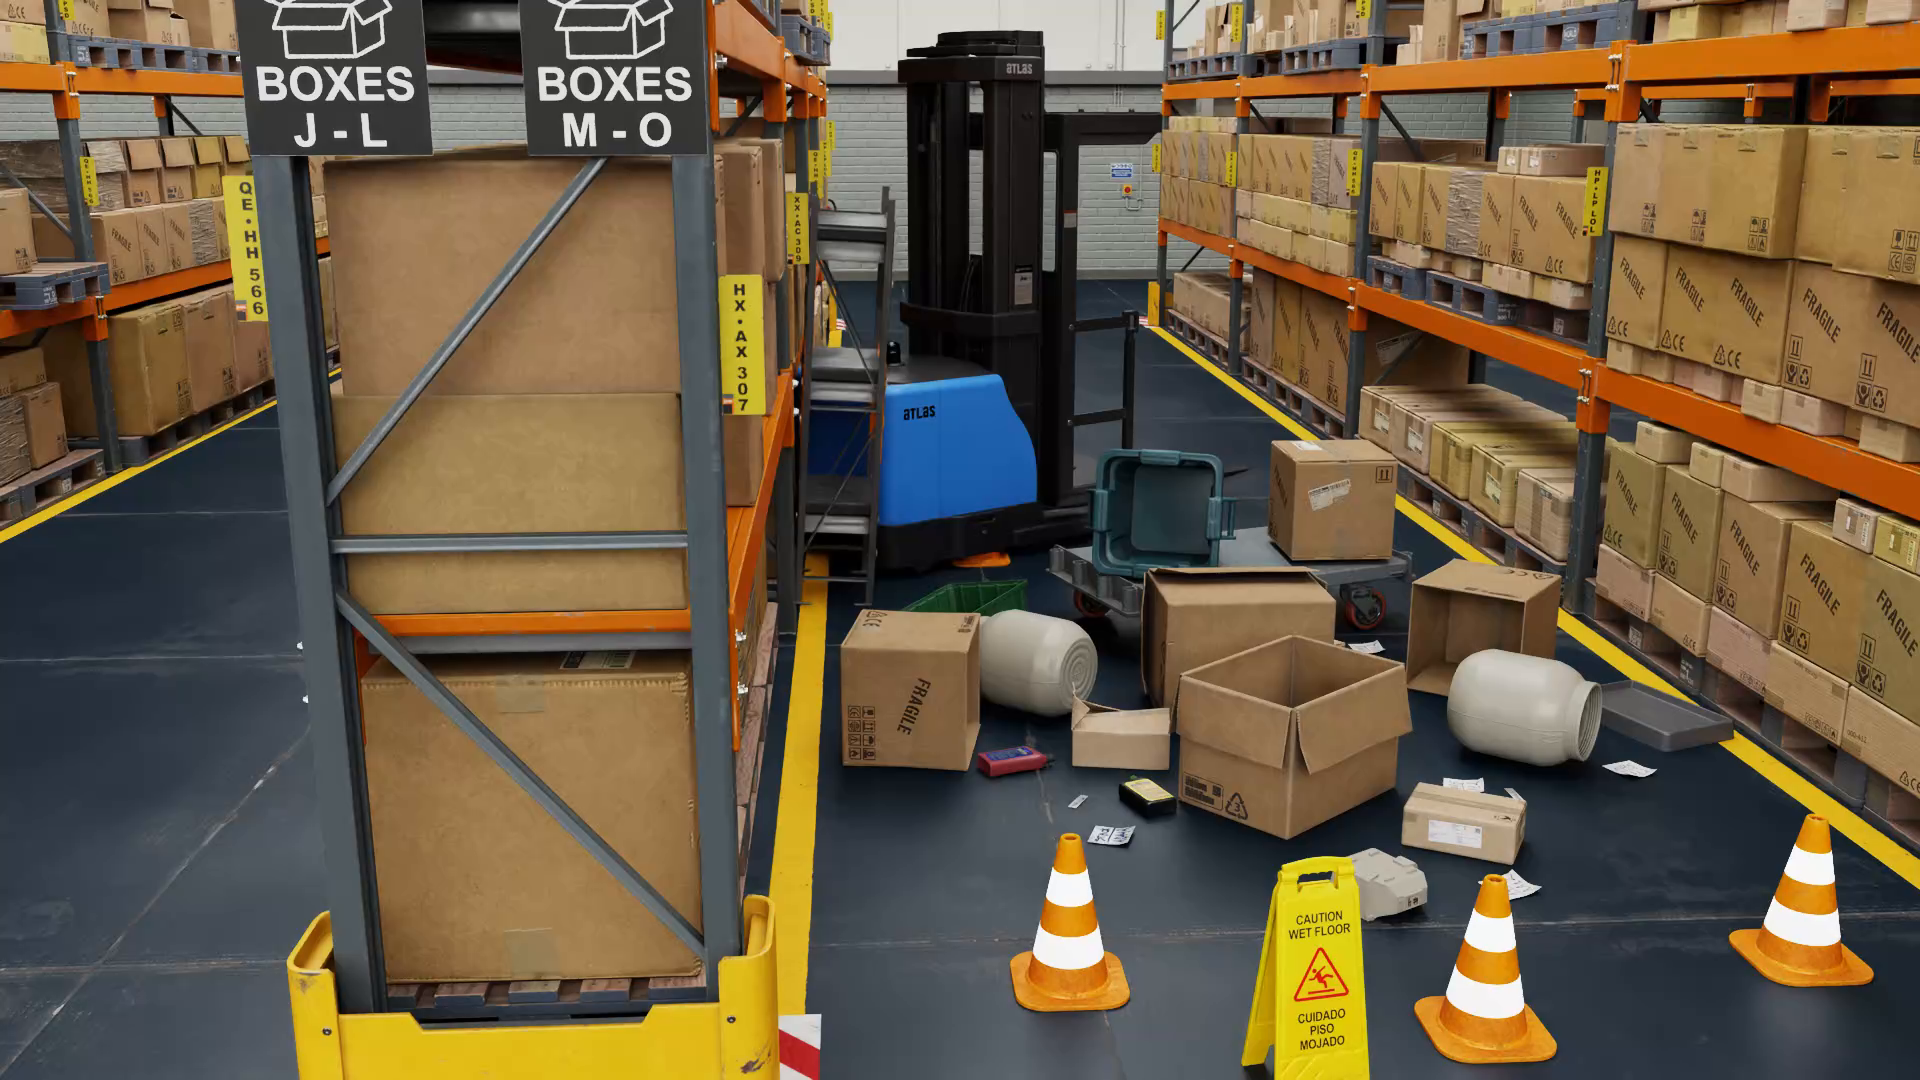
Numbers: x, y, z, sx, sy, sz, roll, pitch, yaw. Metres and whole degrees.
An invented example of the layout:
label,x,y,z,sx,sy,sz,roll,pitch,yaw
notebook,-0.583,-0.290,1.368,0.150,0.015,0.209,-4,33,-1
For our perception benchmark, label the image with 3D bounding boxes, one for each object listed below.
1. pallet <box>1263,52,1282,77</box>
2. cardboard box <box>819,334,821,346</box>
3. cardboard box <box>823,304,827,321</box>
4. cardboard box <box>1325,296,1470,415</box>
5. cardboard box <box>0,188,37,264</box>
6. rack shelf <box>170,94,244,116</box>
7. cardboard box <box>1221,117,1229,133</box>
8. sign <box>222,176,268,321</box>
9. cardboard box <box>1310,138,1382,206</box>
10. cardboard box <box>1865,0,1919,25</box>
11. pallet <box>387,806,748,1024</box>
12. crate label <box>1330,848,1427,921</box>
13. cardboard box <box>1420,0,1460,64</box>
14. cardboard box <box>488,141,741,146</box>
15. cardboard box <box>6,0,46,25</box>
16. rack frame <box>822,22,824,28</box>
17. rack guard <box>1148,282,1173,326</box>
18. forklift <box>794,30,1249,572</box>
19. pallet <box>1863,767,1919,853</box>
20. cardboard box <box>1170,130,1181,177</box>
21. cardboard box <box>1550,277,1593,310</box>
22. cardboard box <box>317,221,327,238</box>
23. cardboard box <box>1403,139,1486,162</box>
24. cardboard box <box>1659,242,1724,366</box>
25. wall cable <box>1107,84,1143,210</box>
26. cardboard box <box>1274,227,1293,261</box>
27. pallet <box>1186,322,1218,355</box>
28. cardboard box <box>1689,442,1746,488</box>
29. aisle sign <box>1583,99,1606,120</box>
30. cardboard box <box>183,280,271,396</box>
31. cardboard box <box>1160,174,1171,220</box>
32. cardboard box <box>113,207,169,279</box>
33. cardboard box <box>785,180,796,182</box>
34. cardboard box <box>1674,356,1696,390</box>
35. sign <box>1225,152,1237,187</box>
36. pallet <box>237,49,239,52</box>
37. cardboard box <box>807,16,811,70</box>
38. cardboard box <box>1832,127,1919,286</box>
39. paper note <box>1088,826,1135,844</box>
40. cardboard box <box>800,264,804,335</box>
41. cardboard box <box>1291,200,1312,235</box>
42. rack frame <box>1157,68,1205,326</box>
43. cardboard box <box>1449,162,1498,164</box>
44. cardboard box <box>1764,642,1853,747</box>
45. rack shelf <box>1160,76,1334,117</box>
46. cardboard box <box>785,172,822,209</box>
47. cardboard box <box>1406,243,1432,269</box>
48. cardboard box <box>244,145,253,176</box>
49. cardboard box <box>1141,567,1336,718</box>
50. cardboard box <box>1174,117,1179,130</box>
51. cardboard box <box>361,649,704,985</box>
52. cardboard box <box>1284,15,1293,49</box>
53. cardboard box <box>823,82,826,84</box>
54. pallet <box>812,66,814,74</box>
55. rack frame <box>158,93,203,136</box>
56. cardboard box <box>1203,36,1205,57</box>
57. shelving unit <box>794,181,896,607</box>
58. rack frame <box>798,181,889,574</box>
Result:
label,x,y,z,sx,sy,sz,roll,pitch,yaw
pallet,3.236,-4.207,14.723,0.805,0.209,1.217,-1,15,-6
cardboard box,-1.476,-1.658,14.624,0.500,0.500,0.500,-1,14,-5
cardboard box,-1.614,-2.418,17.685,0.380,0.149,0.250,-1,14,-3
cardboard box,3.418,-1.427,12.975,0.875,0.875,0.875,-1,14,-4
cardboard box,-6.440,-2.045,10.911,0.500,0.500,0.500,-3,15,-10
rack shelf,-6.885,-4.523,17.010,1.077,0.370,4.000,-1,14,-3
cardboard box,2.846,-4.185,16.763,0.380,0.149,0.250,-1,14,-4
sign,-1.604,-0.659,3.769,0.100,0.325,0.005,-1,14,-3
cardboard box,3.044,-2.864,12.932,0.500,0.500,0.500,-1,14,-2
cardboard box,3.432,-1.887,5.824,0.380,0.149,0.250,-1,14,-4
pallet,-1.189,1.164,5.078,1.003,0.211,1.213,-1,14,-3
crate label,1.361,1.116,5.413,0.250,0.136,0.298,-9,17,-32
cardboard box,3.426,-3.345,10.787,0.700,0.500,0.500,-1,14,-3
cardboard box,-1.274,-1.215,6.262,0.875,0.550,0.550,-1,14,-3
cardboard box,-6.234,-3.555,10.600,0.500,0.500,0.500,-1,14,-2
rack frame,-2.053,-6.873,18.680,1.000,3.000,0.127,-1,14,-3
rack guard,2.880,-2.865,20.157,1.175,0.500,0.348,-1,14,-3
forklift,0.499,-1.513,10.025,3.031,2.935,1.130,-11,18,-36
pallet,3.853,1.039,5.565,1.003,0.211,1.213,-1,14,-3
cardboard box,2.666,-4.350,18.705,0.500,0.500,0.500,-1,14,-5
cardboard box,3.318,-1.290,8.683,0.380,0.149,0.250,-1,14,-3
cardboard box,-6.499,-3.075,16.461,0.380,0.149,0.250,-1,14,-5
cardboard box,3.591,-2.739,12.444,0.500,0.500,0.500,-1,14,-5
cardboard box,3.429,-1.039,7.248,0.500,0.500,0.500,-1,14,-4
wall cable,2.509,-5.979,25.141,0.585,1.953,0.123,-1,14,-3
cardboard box,2.965,-2.508,14.053,0.500,0.250,0.500,-1,14,-4
pallet,3.082,-2.218,18.225,1.003,0.211,1.213,-1,14,-3
cardboard box,3.374,-0.323,7.132,0.380,0.149,0.250,0,14,-1
aisle sign,7.538,-5.418,19.848,0.394,0.787,0.004,-1,14,-3
cardboard box,-6.646,-1.715,14.093,1.225,0.875,0.875,-1,14,-5
cardboard box,2.625,-3.994,19.329,0.500,0.500,0.500,-1,14,-4
cardboard box,-6.306,-2.228,12.467,0.500,0.500,0.500,-1,14,-5
cardboard box,-1.487,-2.855,13.570,0.380,0.149,0.250,-1,14,-4
cardboard box,3.439,-0.752,7.435,0.380,0.149,0.250,-1,14,-4
sign,2.576,-3.523,15.804,0.100,0.325,0.005,-1,14,-3
pallet,-6.802,-4.535,15.790,1.003,0.211,1.213,-1,14,-3
cardboard box,-1.327,-3.625,11.877,0.500,0.500,0.500,-1,14,-3
cardboard box,3.465,-1.142,5.640,0.700,0.500,0.500,-1,14,-4
paper note,0.539,1.044,5.910,0.144,0.017,0.142,4,15,16
cardboard box,-1.133,-1.417,9.312,0.500,0.500,0.500,-1,14,-4
cardboard box,3.006,-2.620,13.488,0.500,0.250,0.500,-1,14,-5
rack frame,2.882,-4.069,19.822,1.000,3.000,0.127,-1,14,-3
cardboard box,3.683,-2.367,11.565,0.500,0.500,0.500,-1,14,-5
cardboard box,3.492,0.582,6.419,0.500,0.250,0.500,-1,14,-5
rack shelf,3.006,-4.676,17.605,1.077,0.370,4.000,-1,14,-3
cardboard box,-1.584,-3.293,16.006,0.500,0.500,0.500,-1,14,-4
cardboard box,3.163,-1.869,10.934,0.380,0.149,0.250,-1,14,-3
cardboard box,-6.536,-3.479,15.728,0.500,0.500,0.500,-1,14,-3
cardboard box,1.171,0.423,7.100,0.797,0.637,0.503,-1,14,-3
cardboard box,2.616,-4.693,18.738,0.380,0.149,0.250,0,14,-2
cardboard box,-1.169,0.669,4.826,0.875,0.875,0.875,-1,14,-3
cardboard box,2.893,-4.206,13.760,0.396,0.266,0.258,0,14,1
cardboard box,-1.721,-5.112,18.156,0.500,0.250,0.500,-1,14,-3
pallet,-1.805,-3.922,13.606,1.213,0.211,1.003,-1,14,-3
rack frame,-6.761,-2.922,15.361,1.000,3.000,0.127,-1,14,-3
cardboard box,2.925,-5.358,17.945,0.500,0.311,0.500,-1,14,-2
shelving unit,-0.608,-0.732,8.535,0.431,2.100,0.503,2,19,-7
rack frame,-0.633,-0.814,8.763,0.400,2.100,0.015,2,19,-7
